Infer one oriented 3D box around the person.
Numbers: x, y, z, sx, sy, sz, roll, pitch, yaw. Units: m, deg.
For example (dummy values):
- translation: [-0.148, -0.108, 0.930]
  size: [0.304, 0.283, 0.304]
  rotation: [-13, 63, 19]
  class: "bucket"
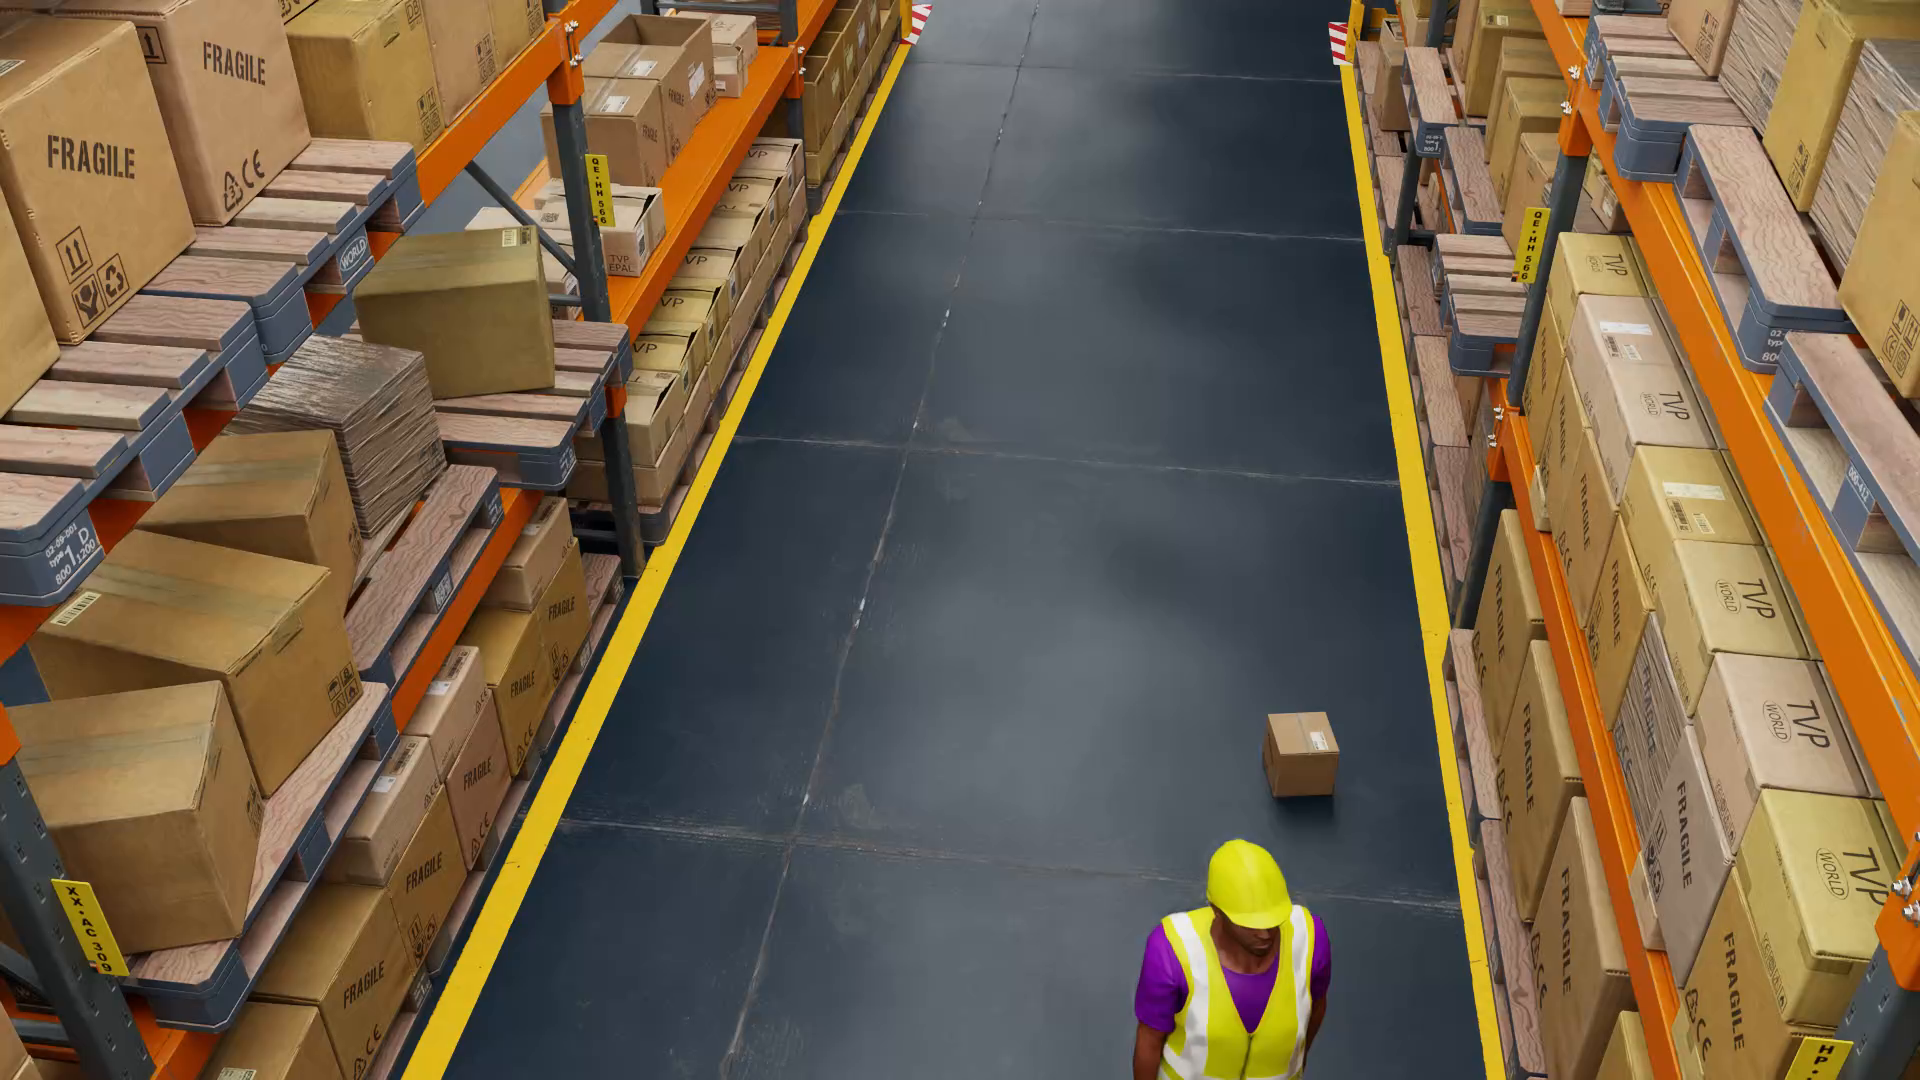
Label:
- translation: [-7.320, -2.973, 9.921]
  size: [16.430, 3.213, 14.161]
  rotation: [0, 36, -1]
  class: "person"
